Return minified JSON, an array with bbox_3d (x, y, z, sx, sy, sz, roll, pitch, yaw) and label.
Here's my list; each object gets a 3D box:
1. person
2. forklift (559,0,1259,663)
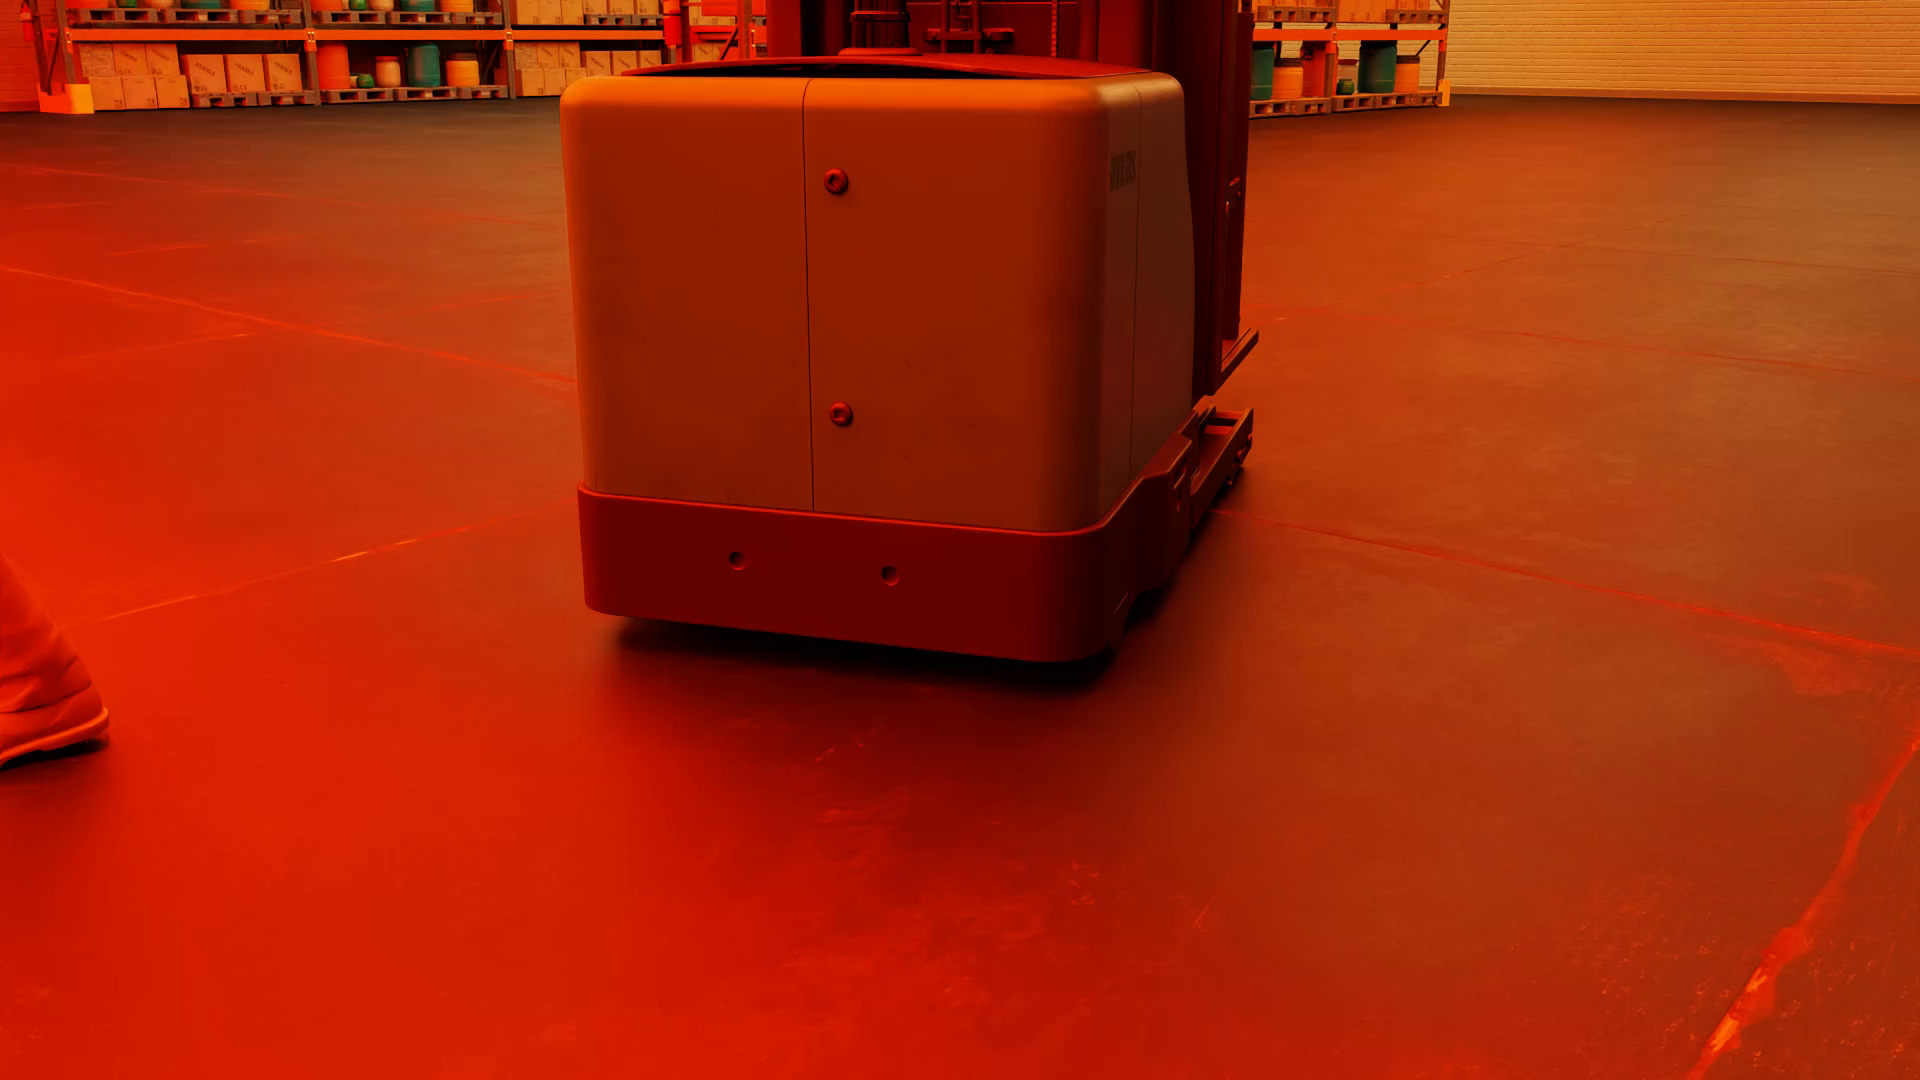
[{"bbox_3d":[-1.837,-0.447,2.522,0.757,1.705,0.982,-9,19,-28],"label":"person"},{"bbox_3d":[0.182,-1.571,4.072,1.130,2.935,3.031,5,18,17],"label":"forklift"}]
